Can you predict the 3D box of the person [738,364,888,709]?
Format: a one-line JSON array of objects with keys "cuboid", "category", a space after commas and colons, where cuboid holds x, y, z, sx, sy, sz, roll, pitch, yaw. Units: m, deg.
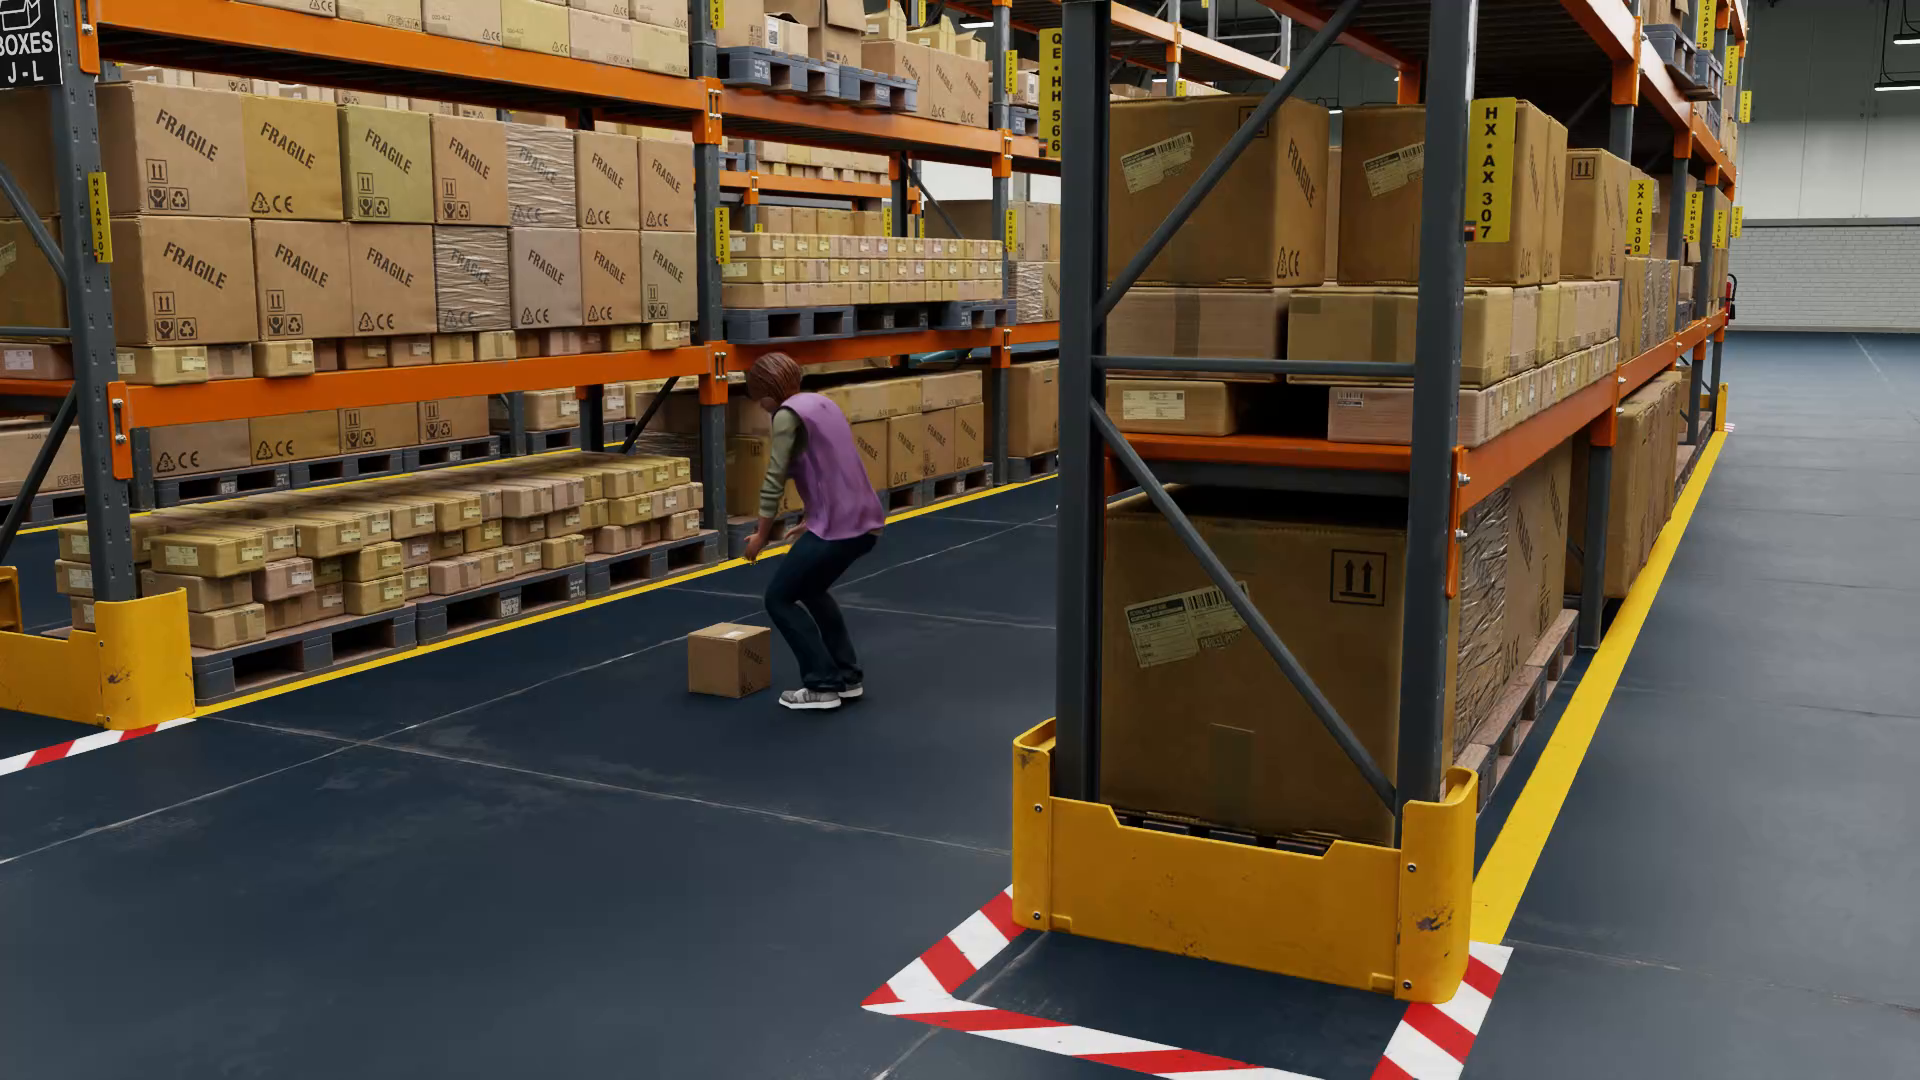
[{"cuboid": [-0.600, 0.001, 6.676, 0.601, 1.357, 0.460, 5, 10, 26], "category": "person"}]
